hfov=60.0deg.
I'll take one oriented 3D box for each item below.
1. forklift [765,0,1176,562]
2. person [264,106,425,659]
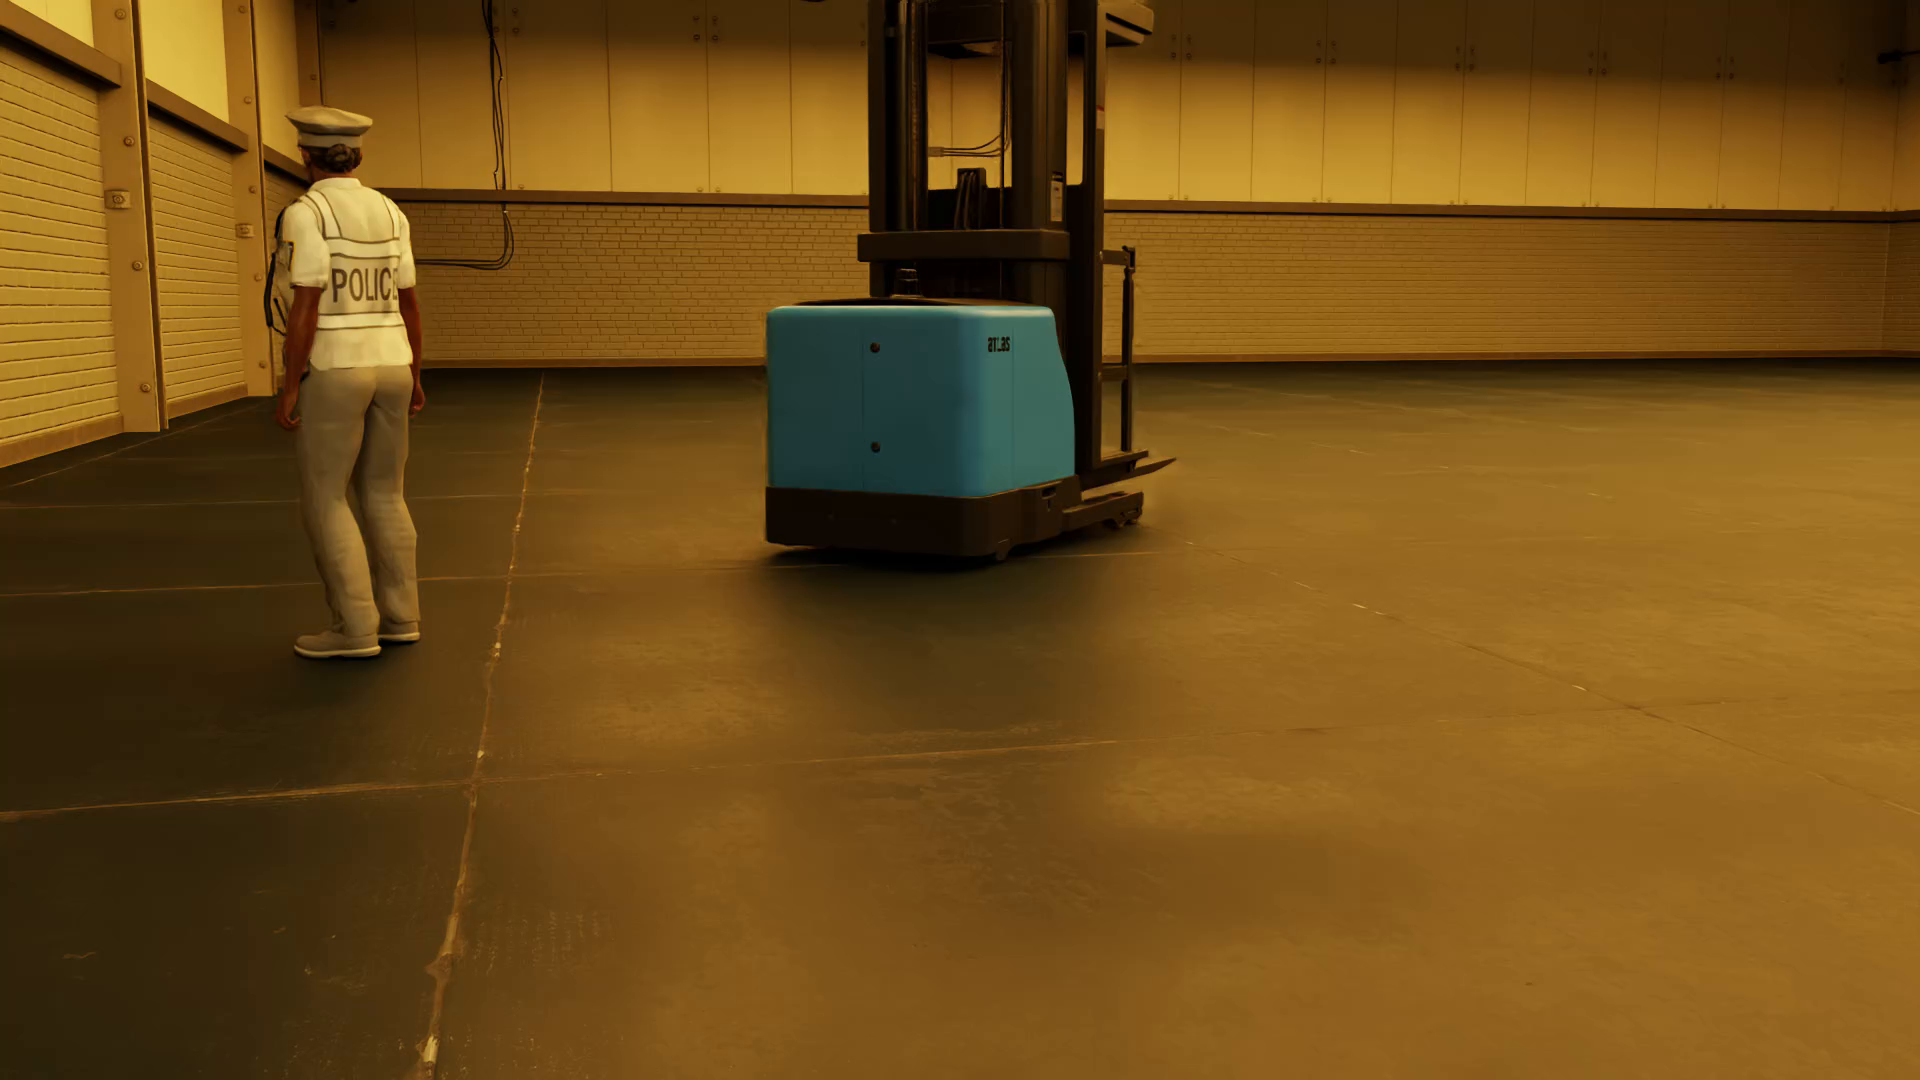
[{"bbox_3d":[0.261,-1.528,8.052,1.130,2.935,3.031,4,9,26],"label":"forklift"},{"bbox_3d":[-1.898,-0.485,5.135,0.377,1.680,0.541,4,9,27],"label":"person"}]
